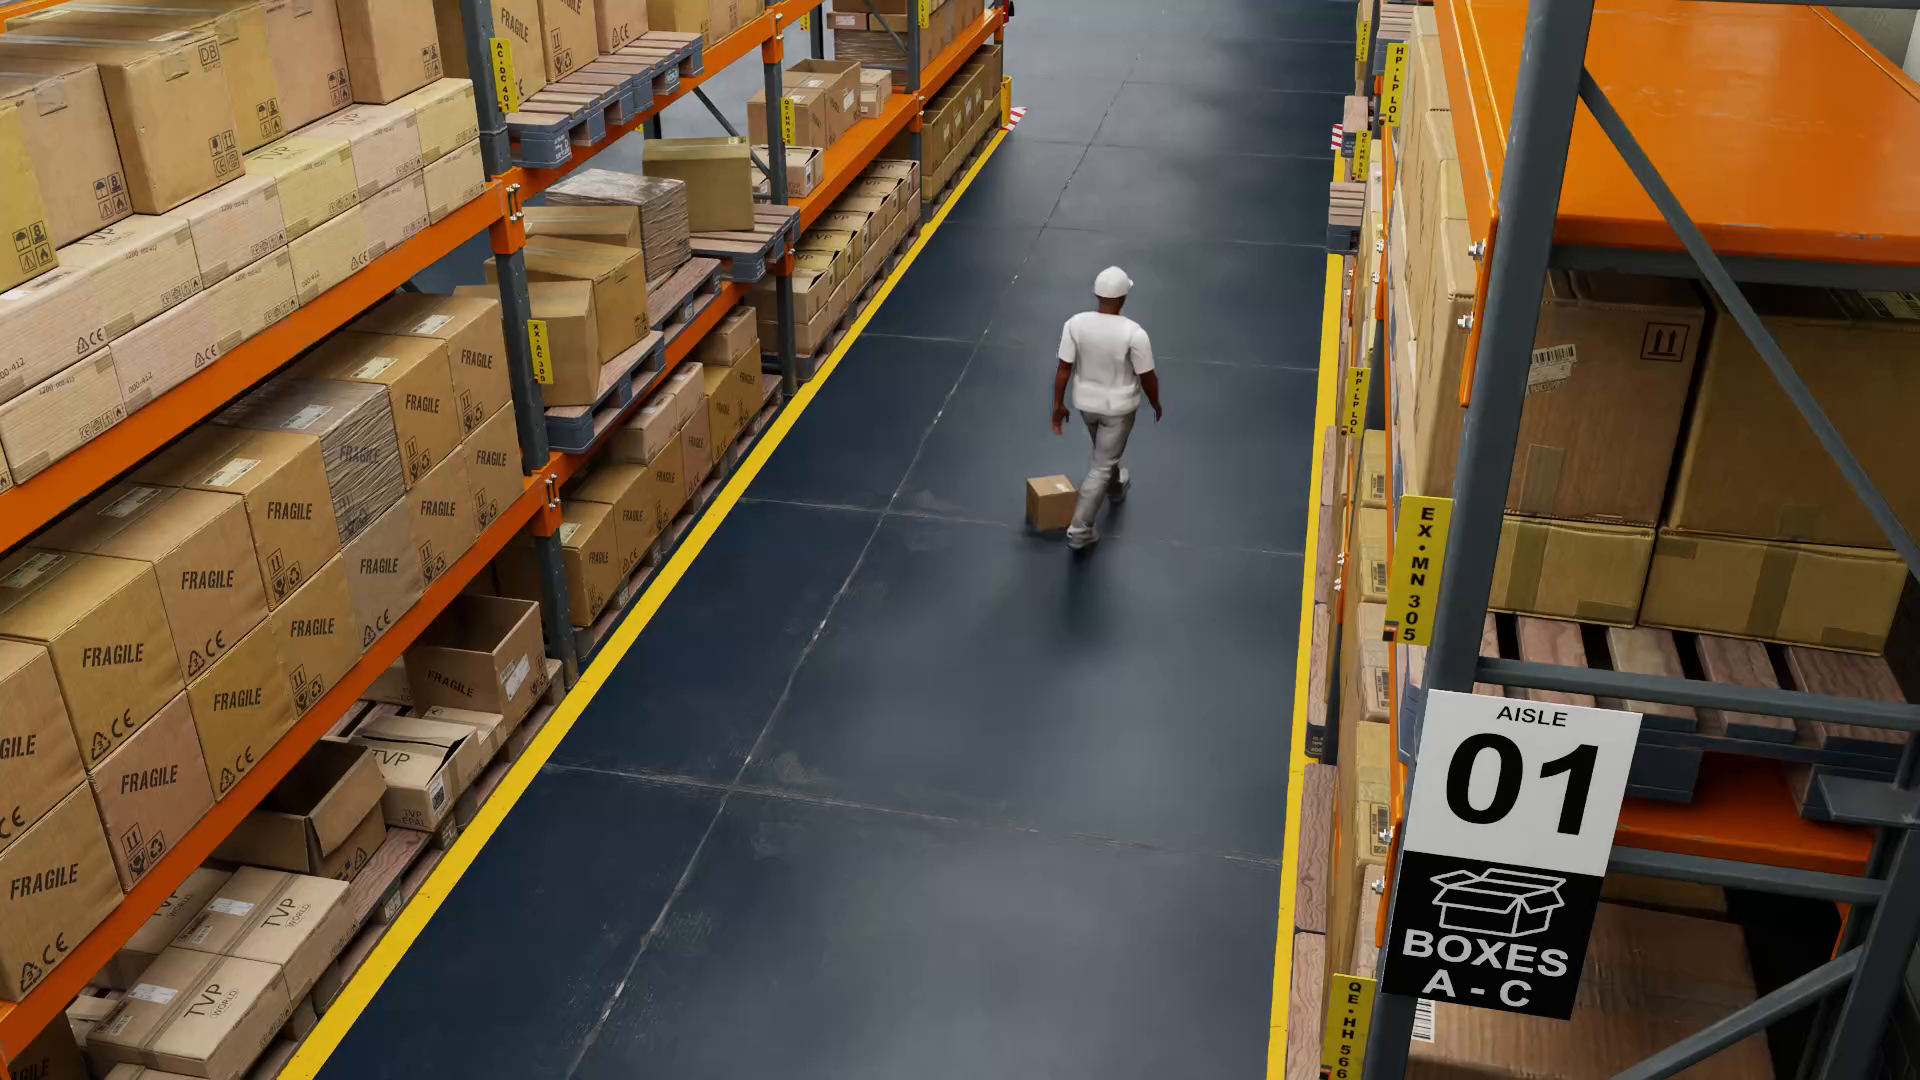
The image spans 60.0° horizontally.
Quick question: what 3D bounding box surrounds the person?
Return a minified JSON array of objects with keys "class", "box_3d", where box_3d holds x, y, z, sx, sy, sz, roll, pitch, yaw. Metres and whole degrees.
[{"class":"person","box_3d":[0.940,-0.865,10.185,0.580,1.714,1.068,18,33,30]}]
